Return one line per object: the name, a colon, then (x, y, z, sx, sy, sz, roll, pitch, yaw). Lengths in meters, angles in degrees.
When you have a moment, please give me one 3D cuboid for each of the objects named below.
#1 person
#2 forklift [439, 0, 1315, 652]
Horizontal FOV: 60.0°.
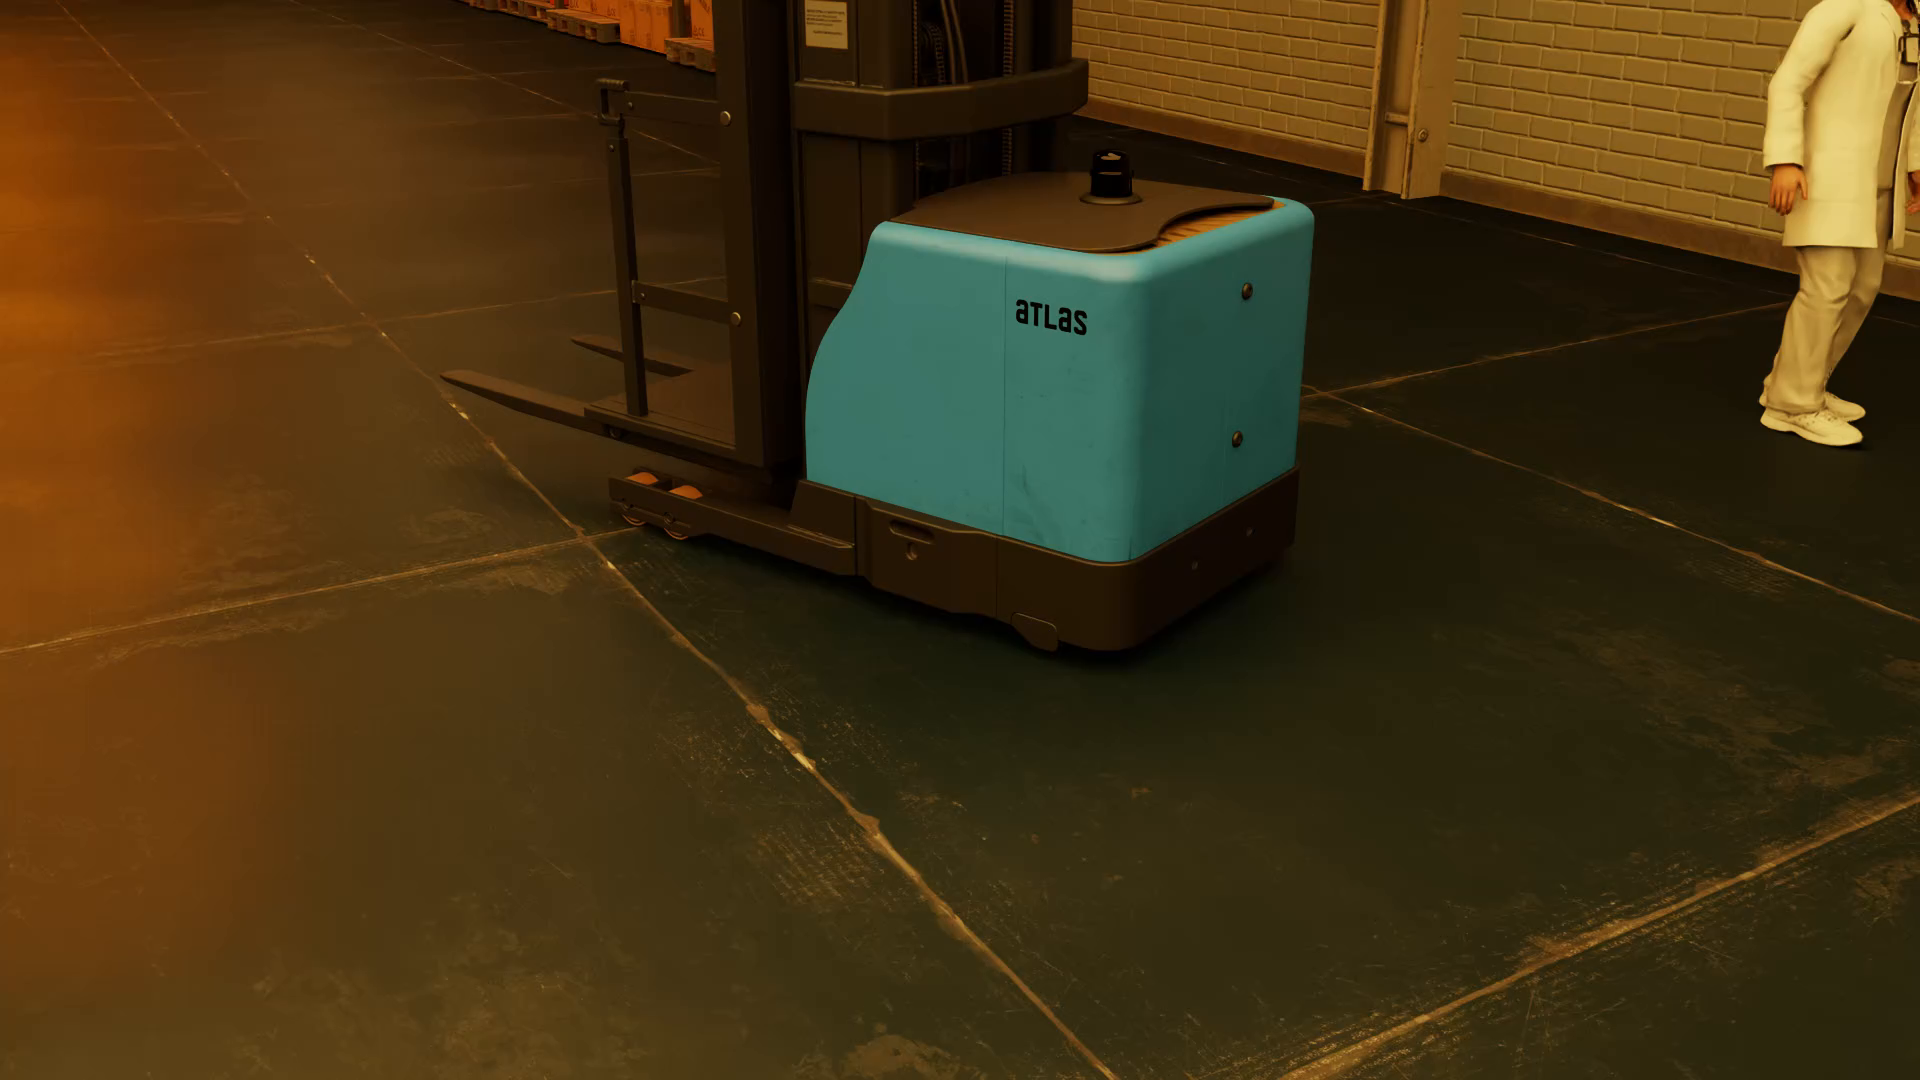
person: (3.189, -1.251, 5.853, 0.766, 1.771, 0.528, -12, 25, -28)
forklift: (-0.481, -1.497, 4.922, 3.031, 2.935, 1.130, 16, 27, 34)
